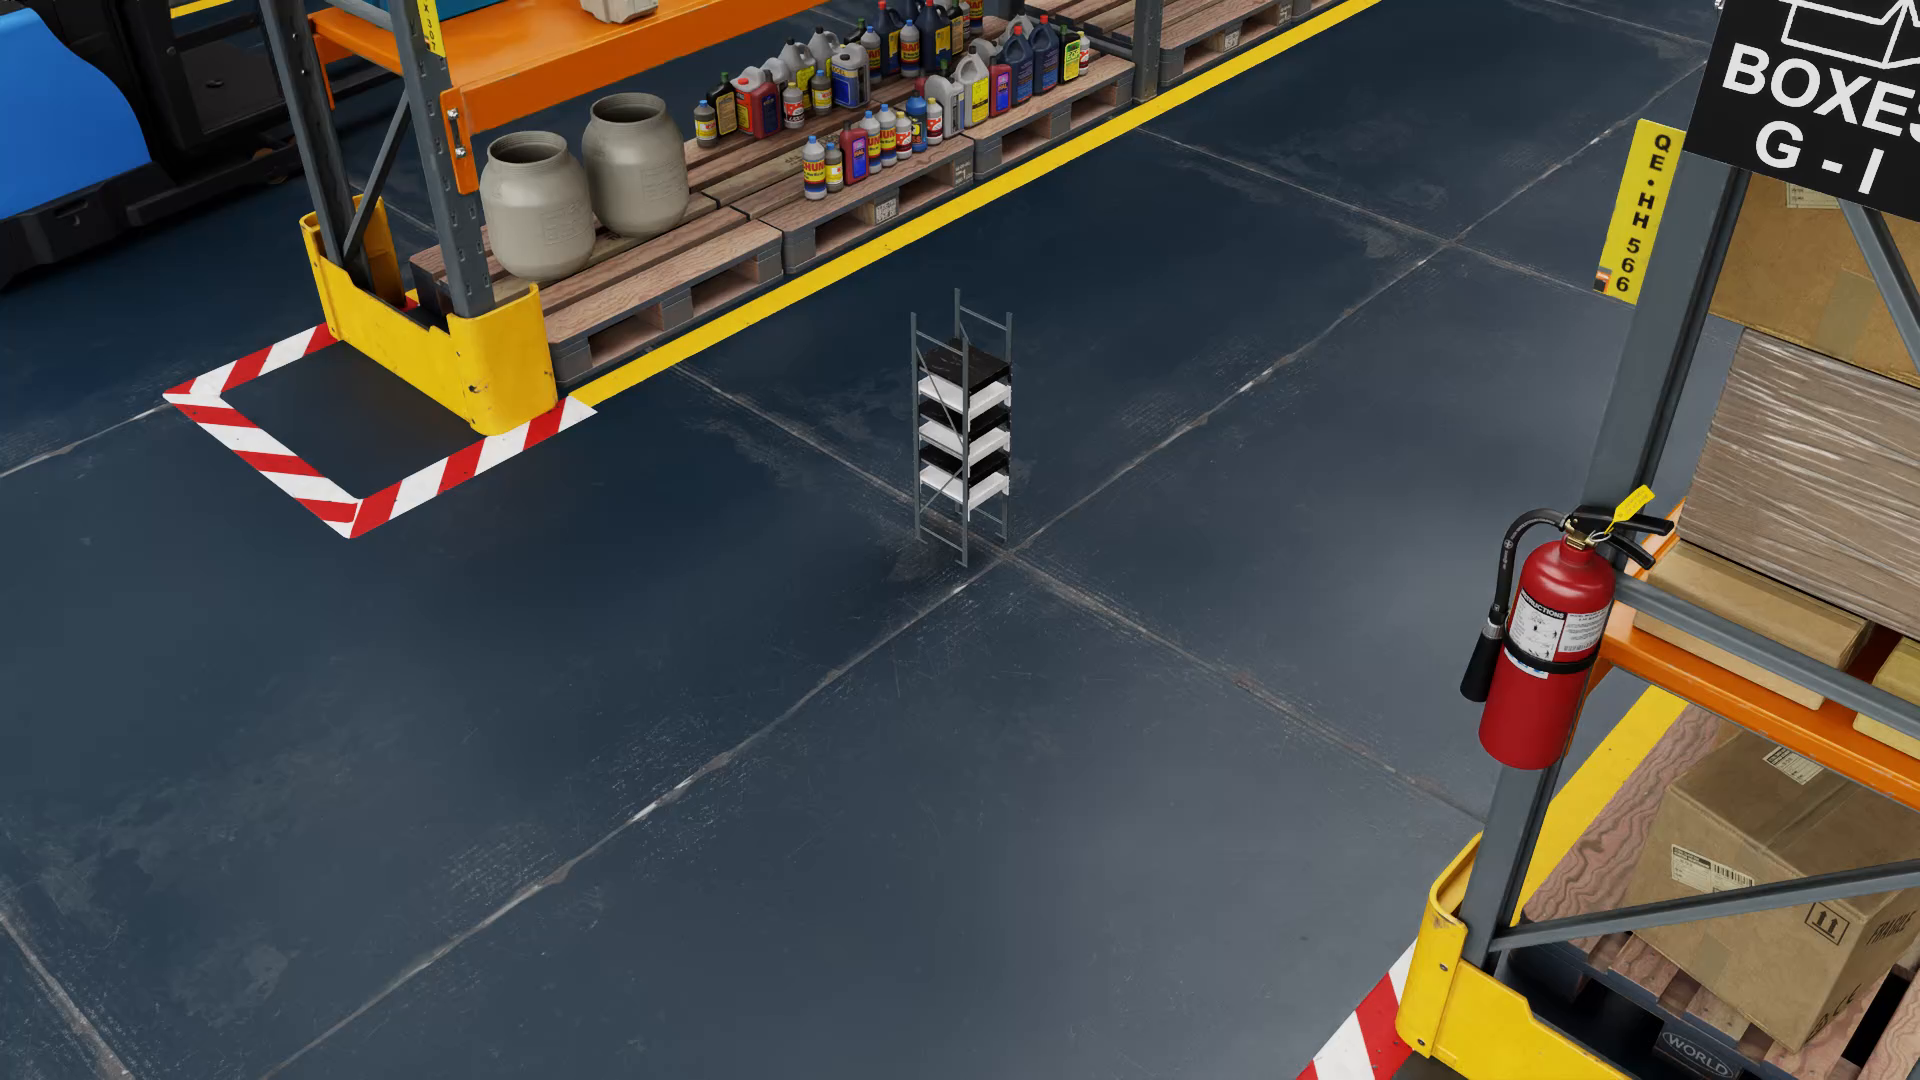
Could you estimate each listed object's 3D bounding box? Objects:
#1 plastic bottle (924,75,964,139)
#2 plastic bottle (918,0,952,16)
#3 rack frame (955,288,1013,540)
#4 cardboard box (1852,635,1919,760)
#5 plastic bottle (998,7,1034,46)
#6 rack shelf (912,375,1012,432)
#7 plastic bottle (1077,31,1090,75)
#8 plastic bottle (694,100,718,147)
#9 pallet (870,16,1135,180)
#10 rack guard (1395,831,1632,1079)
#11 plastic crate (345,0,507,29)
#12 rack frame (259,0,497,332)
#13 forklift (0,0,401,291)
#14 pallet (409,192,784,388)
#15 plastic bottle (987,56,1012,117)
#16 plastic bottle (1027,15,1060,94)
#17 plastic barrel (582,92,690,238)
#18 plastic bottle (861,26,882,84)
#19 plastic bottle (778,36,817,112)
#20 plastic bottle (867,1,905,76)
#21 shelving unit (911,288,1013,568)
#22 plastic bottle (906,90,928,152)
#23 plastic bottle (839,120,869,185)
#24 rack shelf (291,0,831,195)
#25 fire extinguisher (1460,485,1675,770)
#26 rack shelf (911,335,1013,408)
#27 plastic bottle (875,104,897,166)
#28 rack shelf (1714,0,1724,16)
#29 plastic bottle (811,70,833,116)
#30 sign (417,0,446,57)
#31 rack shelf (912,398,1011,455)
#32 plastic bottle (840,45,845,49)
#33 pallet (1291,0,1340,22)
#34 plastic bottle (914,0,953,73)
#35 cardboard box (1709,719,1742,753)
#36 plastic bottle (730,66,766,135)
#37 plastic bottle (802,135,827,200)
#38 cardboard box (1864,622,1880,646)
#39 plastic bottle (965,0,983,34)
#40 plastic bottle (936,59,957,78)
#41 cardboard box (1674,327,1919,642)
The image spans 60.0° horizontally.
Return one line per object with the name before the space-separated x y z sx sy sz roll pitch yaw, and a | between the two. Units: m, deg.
plastic bottle | -0.070 -2.035 7.734 0.152 0.276 0.135 31 48 33
plastic bottle | -0.125 -2.639 8.493 0.152 0.276 0.135 31 48 33
rack frame | 0.074 -0.403 5.533 0.240 0.900 0.006 30 47 32
cardboard box | 1.937 0.330 3.127 0.380 0.149 0.250 30 47 32
plastic bottle | 0.283 -2.434 8.176 0.144 0.351 0.185 30 47 32
rack shelf | 0.005 -0.471 5.383 0.258 0.077 0.200 30 47 32
plastic bottle | 0.597 -2.434 8.296 0.097 0.201 0.097 0 38 0
plastic bottle | -1.172 -1.922 7.652 0.097 0.201 0.097 0 38 0
pallet | 0.128 -2.273 8.438 1.003 0.211 1.213 30 47 32
rack guard | 1.620 1.206 3.832 1.175 0.500 0.348 30 47 32
plastic crate | -1.970 -2.115 6.119 0.499 0.251 0.616 30 47 32
rack frame | -2.087 -1.817 5.625 1.000 3.000 0.127 30 47 32
forklift | -3.702 -2.995 7.161 1.130 2.935 3.031 26 45 28
pallet | -1.518 -1.152 7.029 1.003 0.211 1.213 30 47 32
plastic bottle | 0.181 -2.167 7.894 0.133 0.283 0.061 -31 48 -33
plastic bottle | 0.390 -2.374 8.100 0.144 0.351 0.185 28 46 31
plastic barrel | -1.361 -1.573 6.979 0.421 0.512 0.421 0 38 0
plastic bottle | -0.438 -2.393 8.188 0.097 0.271 0.097 0 38 0
plastic bottle | -0.779 -2.226 7.915 0.144 0.351 0.185 32 48 33
plastic bottle | -0.367 -2.507 8.268 0.144 0.351 0.185 28 46 30
shelving unit | 0.005 -0.356 5.475 0.258 0.900 0.210 30 47 32
plastic bottle | -0.198 -1.920 7.594 0.097 0.271 0.097 0 38 0
plastic bottle | -0.468 -1.725 7.338 0.061 0.283 0.133 30 48 33
rack shelf | -0.738 -2.455 7.005 1.077 0.370 4.000 30 47 32
fire extinguisher | 1.152 0.152 3.211 0.296 0.674 0.183 30 47 32
rack shelf | 0.005 -0.541 5.327 0.258 0.077 0.200 30 47 32
plastic bottle | -0.335 -1.827 7.476 0.097 0.271 0.097 0 38 0
rack shelf | 2.918 -1.549 3.456 1.077 0.370 4.000 30 47 32
plastic bottle | -0.660 -2.137 7.923 0.097 0.201 0.097 0 38 0
sign | -1.684 -1.693 5.246 0.100 0.325 0.005 30 47 32
rack shelf | 0.005 -0.400 5.439 0.258 0.077 0.200 30 47 32
plastic bottle | -0.575 -2.328 8.163 0.097 0.201 0.097 0 38 0
pallet | 1.936 -3.504 9.987 1.003 0.211 1.213 30 47 32
plastic bottle | -0.133 -2.533 8.301 0.144 0.351 0.185 30 47 32
cardboard box | 2.381 0.507 4.373 0.500 0.500 0.500 -22 43 -25
plastic bottle | -0.981 -2.056 7.760 0.152 0.276 0.135 30 47 32
plastic bottle | -0.634 -1.624 7.221 0.097 0.271 0.097 0 38 0
cardboard box | 1.778 0.028 3.506 0.380 0.149 0.250 30 47 32
plastic bottle | 0.073 -2.797 8.696 0.097 0.271 0.097 0 38 0
plastic bottle | -0.050 -2.142 7.862 0.061 0.283 0.133 30 47 32
cardboard box | 1.960 -0.134 3.190 0.875 0.500 0.500 30 47 32
